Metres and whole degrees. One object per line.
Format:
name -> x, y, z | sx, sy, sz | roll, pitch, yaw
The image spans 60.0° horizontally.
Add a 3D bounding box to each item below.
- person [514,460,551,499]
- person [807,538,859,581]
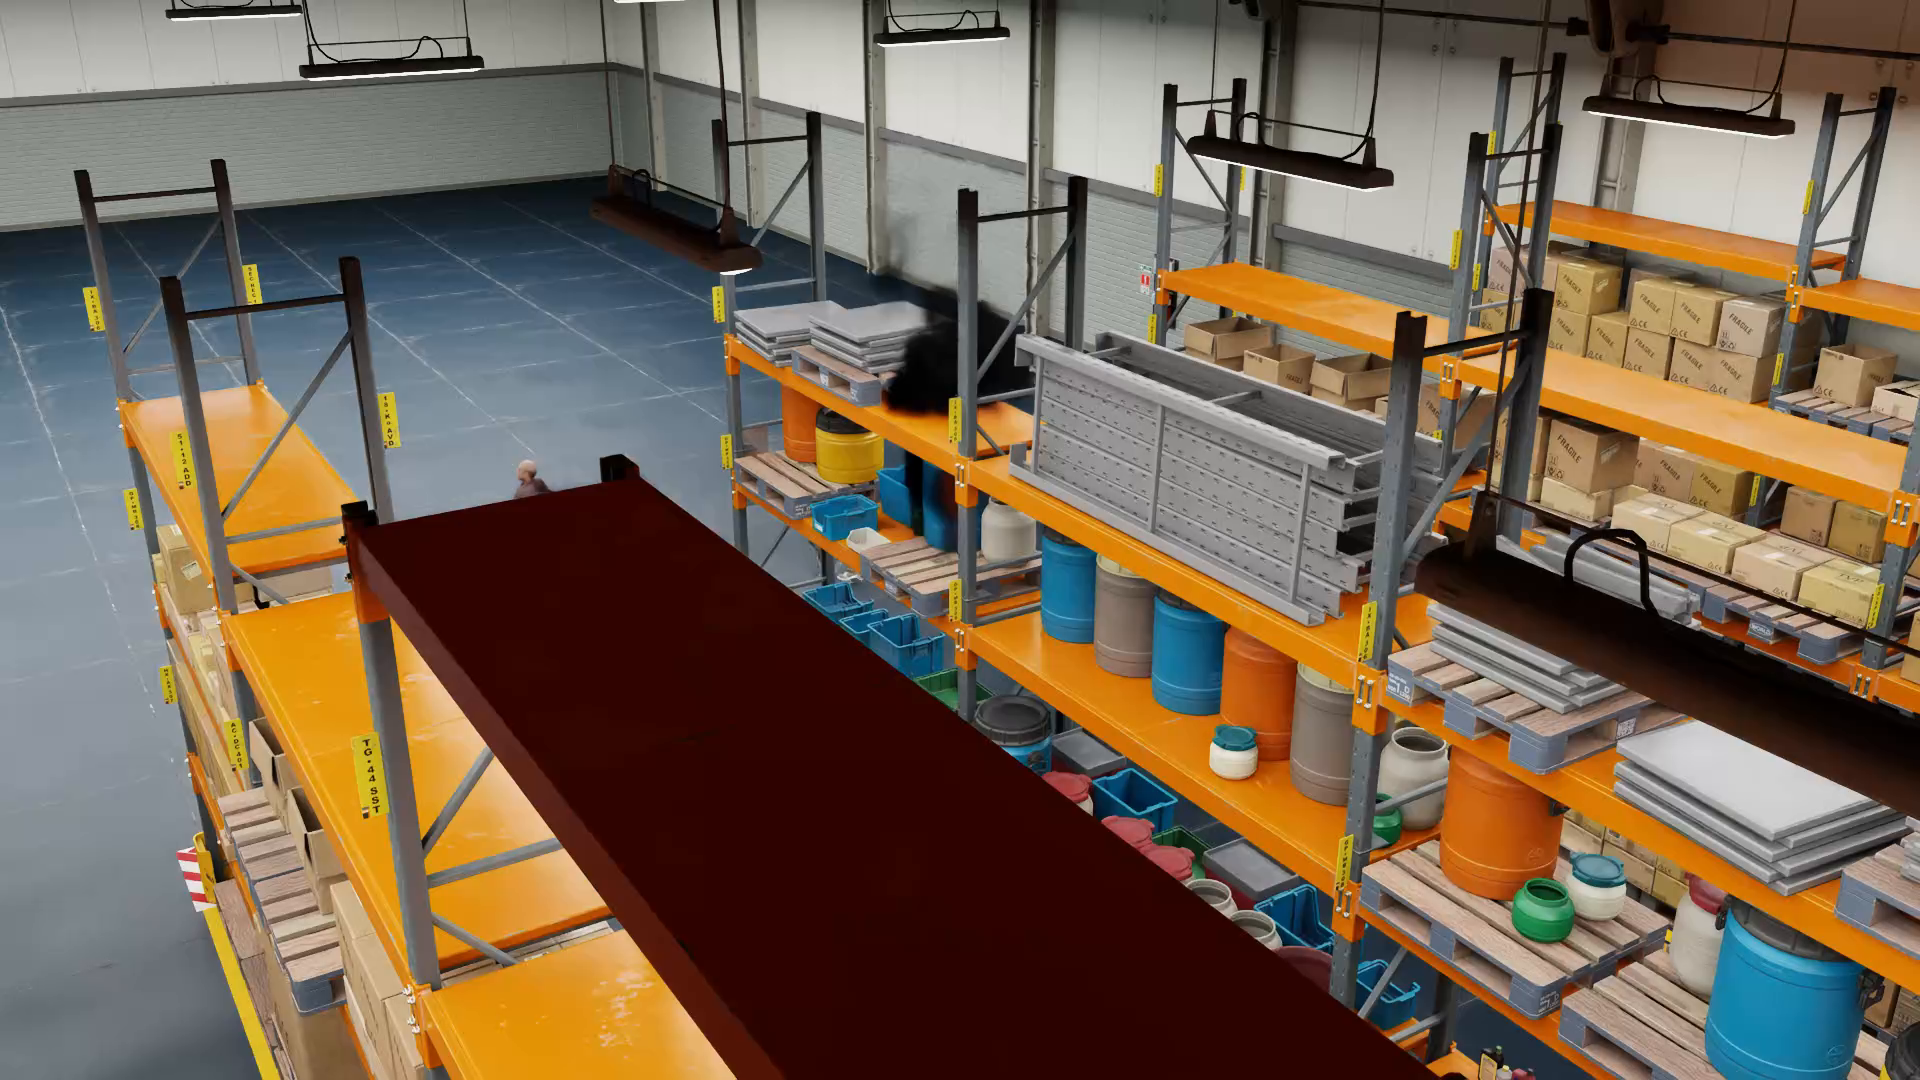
person -> -5.025, -0.009, 19.370 | 0.624, 1.526, 0.715 | -3, 22, -7
person -> -1.558, -0.249, 19.828 | 0.691, 1.595, 0.505 | -2, 22, -6
